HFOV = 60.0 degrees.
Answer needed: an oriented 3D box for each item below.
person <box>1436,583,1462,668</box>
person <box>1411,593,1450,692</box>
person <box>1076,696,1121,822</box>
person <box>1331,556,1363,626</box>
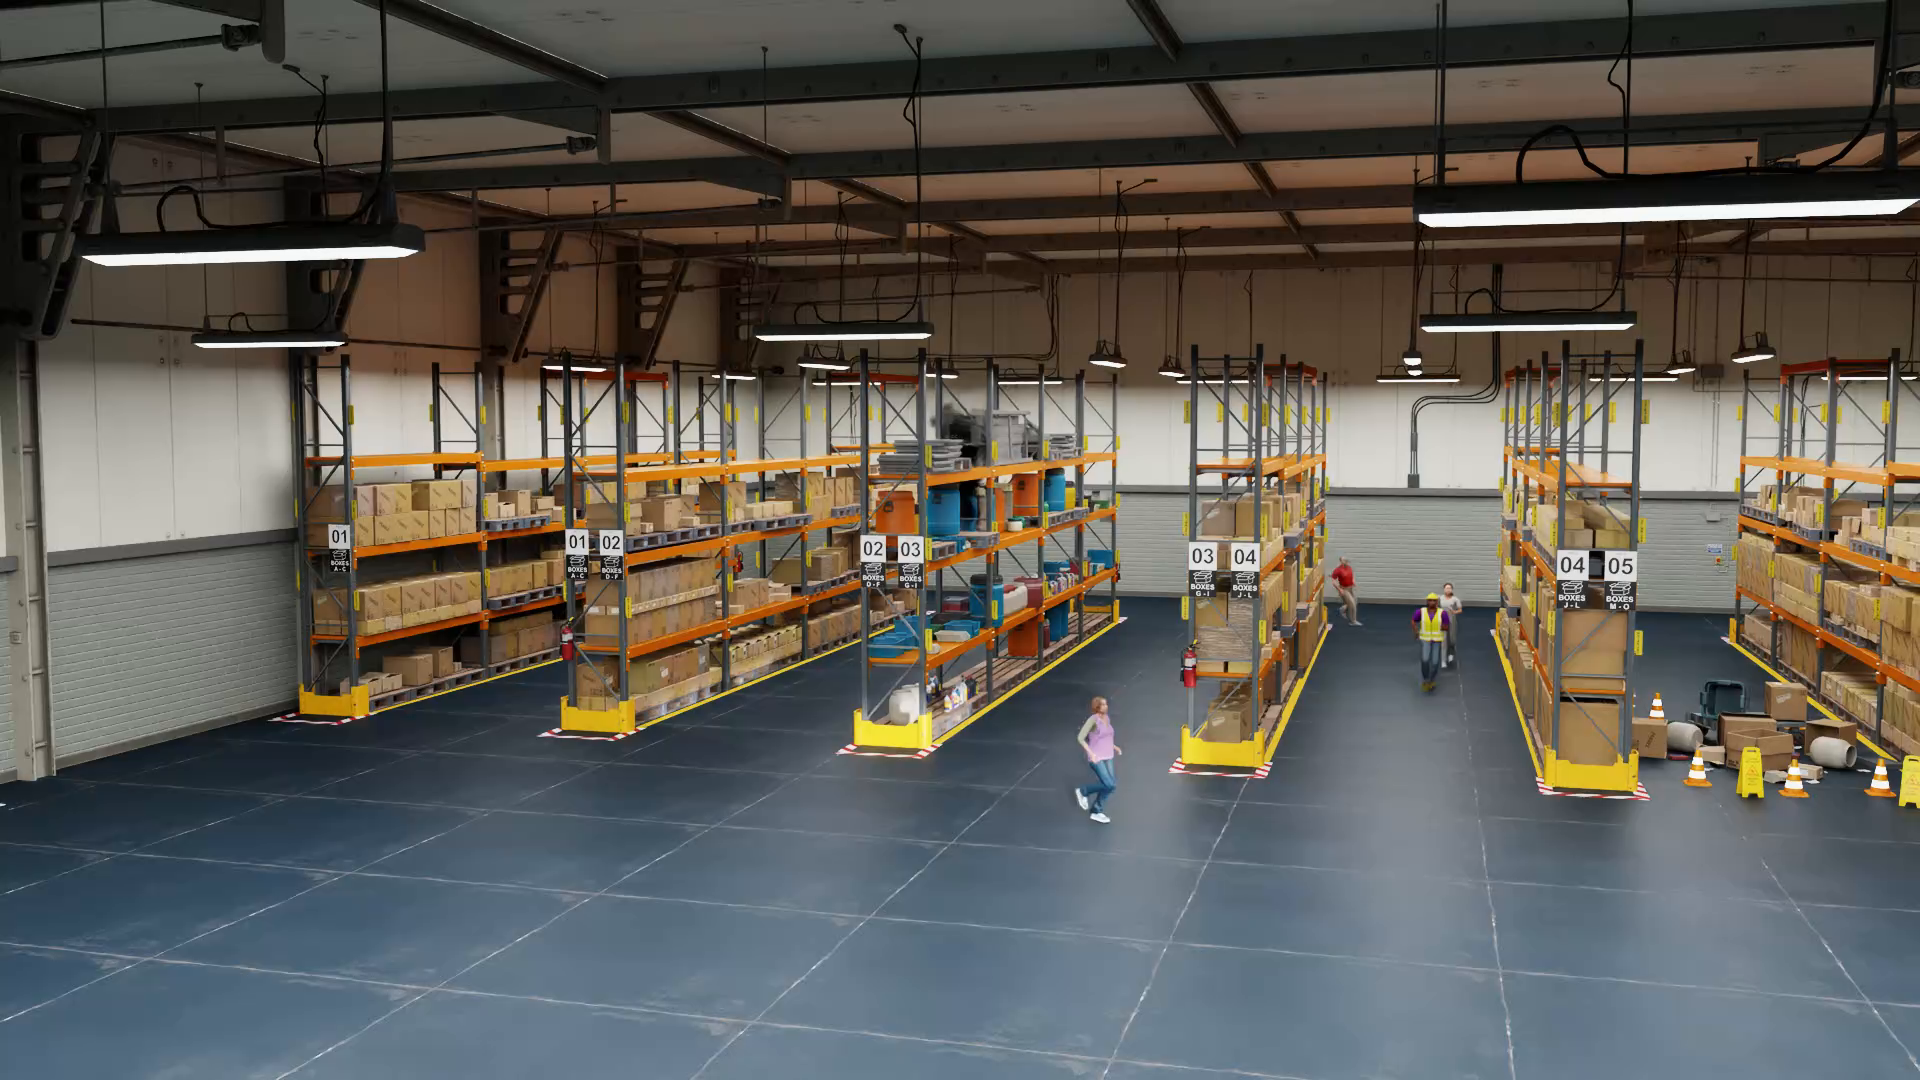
[{"bbox_3d":[9.694,1.671,33.087,0.570,1.646,0.960,1,4,17],"label":"person"},{"bbox_3d":[8.554,1.867,30.198,0.675,1.805,0.689,1,4,11],"label":"person"},{"bbox_3d":[1.717,2.699,20.495,0.545,1.551,0.536,4,6,41],"label":"person"},{"bbox_3d":[9.165,1.207,39.577,0.711,1.660,0.709,-3,5,-35],"label":"person"}]
